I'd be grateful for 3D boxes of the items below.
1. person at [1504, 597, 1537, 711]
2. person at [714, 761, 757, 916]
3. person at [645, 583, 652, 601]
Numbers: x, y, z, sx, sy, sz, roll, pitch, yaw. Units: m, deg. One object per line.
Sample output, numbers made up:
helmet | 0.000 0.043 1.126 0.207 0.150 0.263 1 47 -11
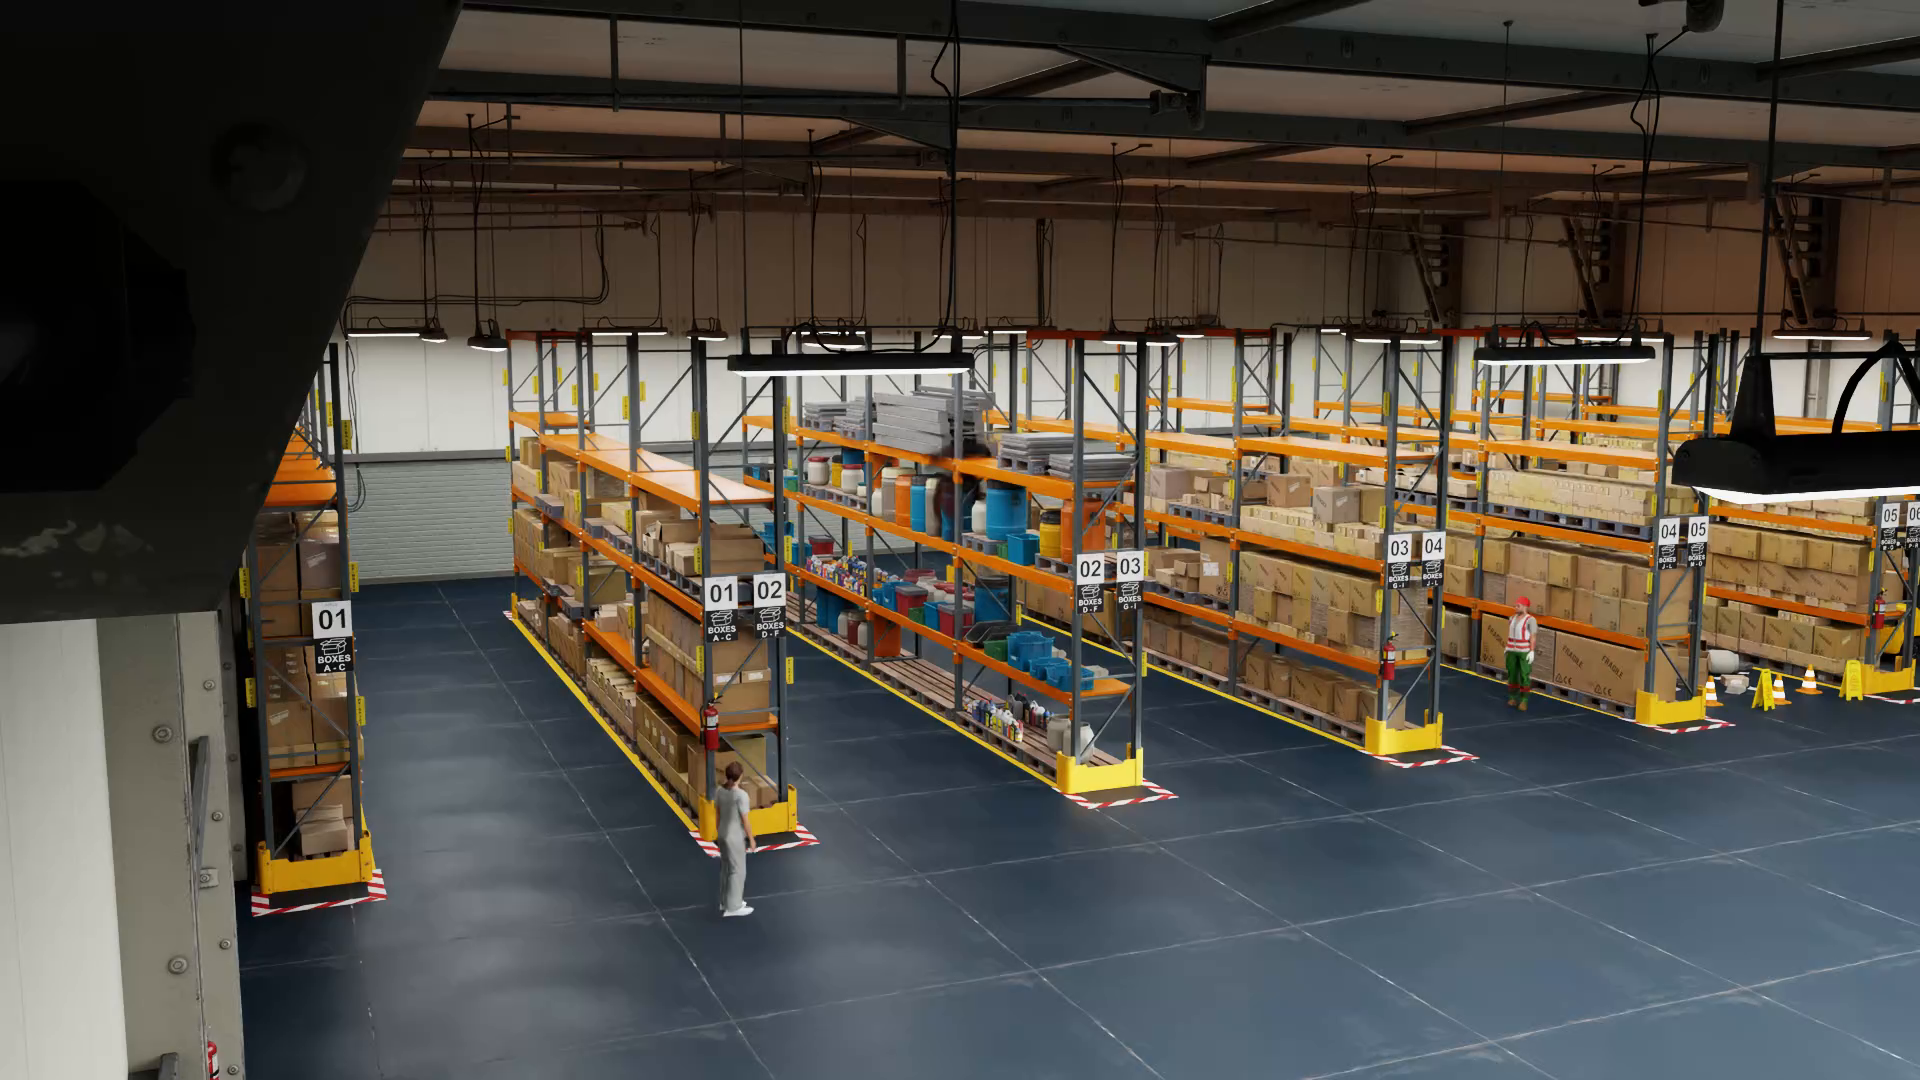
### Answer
person | 8.973 1.813 26.788 0.546 1.789 0.599 6 10 39
person | -2.362 3.142 17.550 0.368 1.671 0.506 -5 9 -34
person | -6.347 0.944 33.560 0.538 1.688 0.521 1 8 4
